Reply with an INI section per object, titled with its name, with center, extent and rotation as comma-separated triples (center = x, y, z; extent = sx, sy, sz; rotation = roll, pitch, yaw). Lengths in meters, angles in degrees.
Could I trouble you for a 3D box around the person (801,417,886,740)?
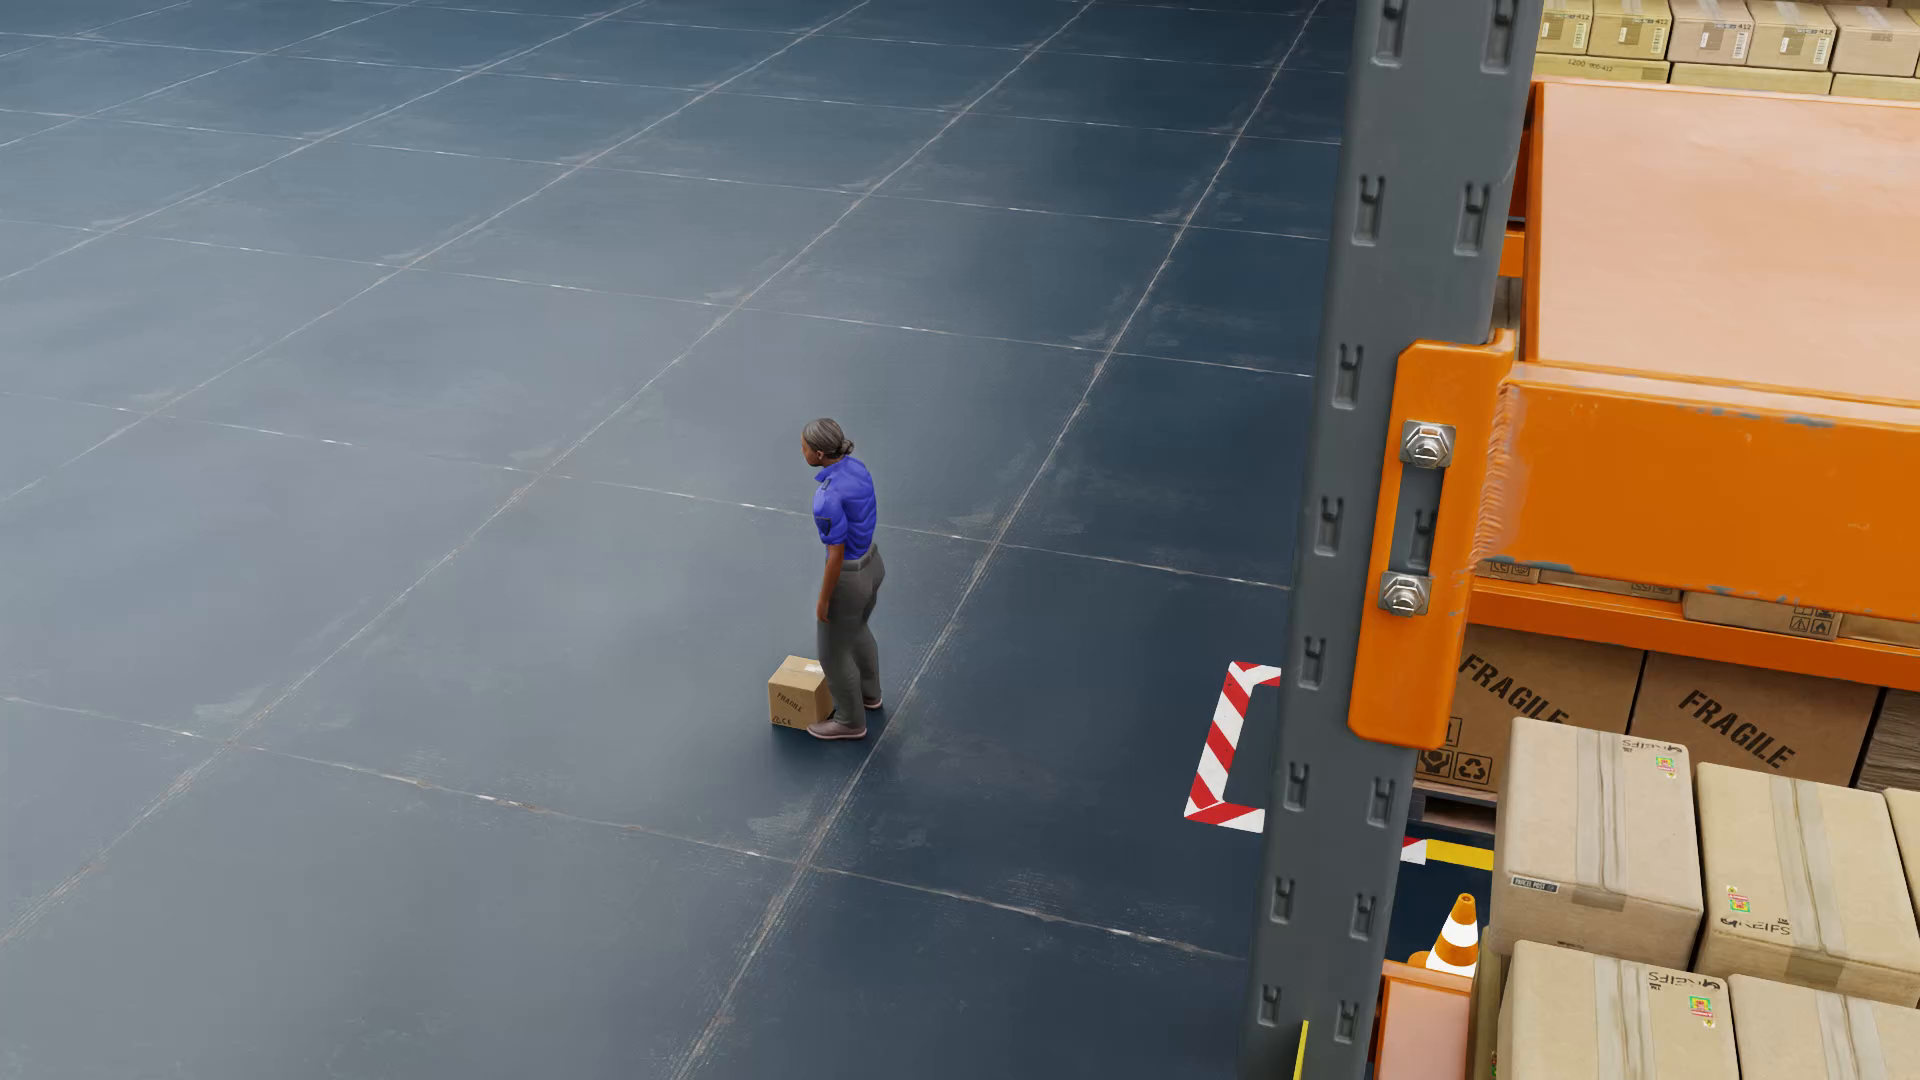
[person]
center = -0.547, 0.174, 7.824
extent = 0.350, 1.654, 0.503
rotation = 9, 31, 15
